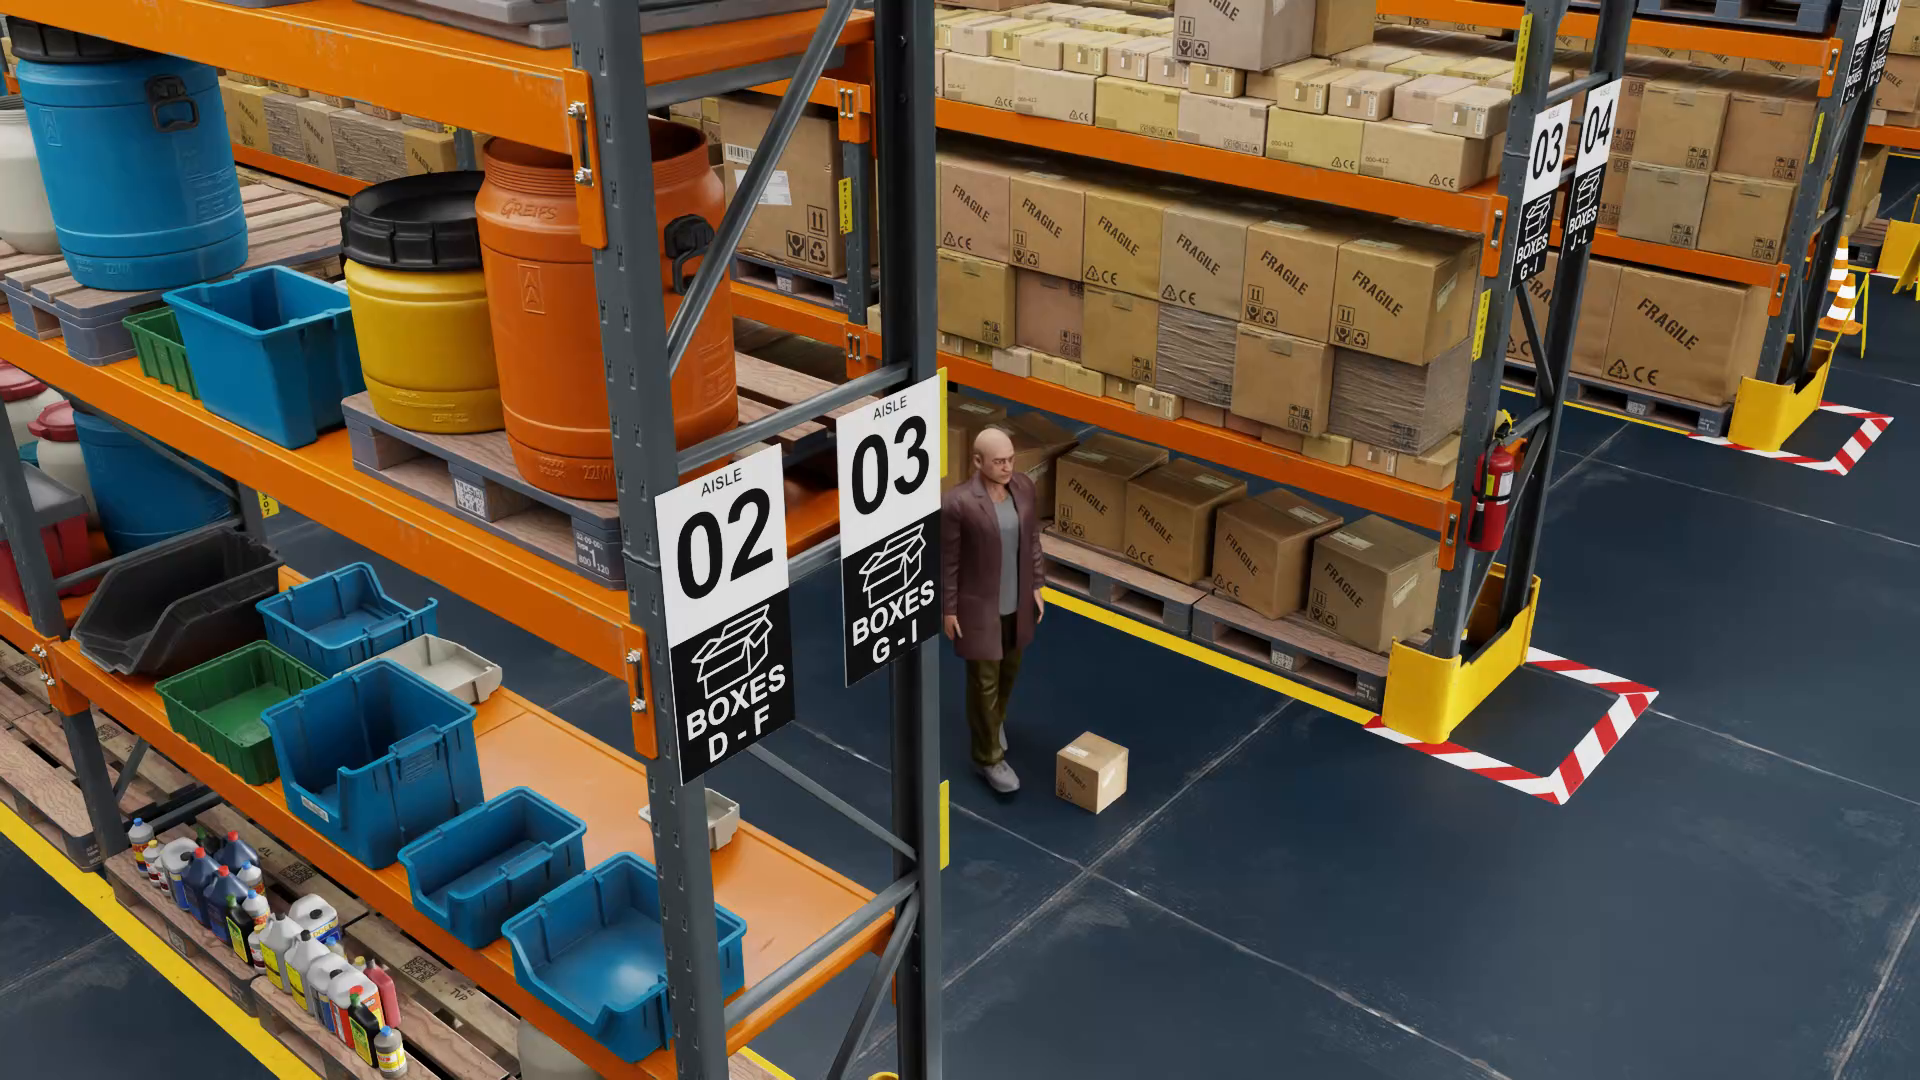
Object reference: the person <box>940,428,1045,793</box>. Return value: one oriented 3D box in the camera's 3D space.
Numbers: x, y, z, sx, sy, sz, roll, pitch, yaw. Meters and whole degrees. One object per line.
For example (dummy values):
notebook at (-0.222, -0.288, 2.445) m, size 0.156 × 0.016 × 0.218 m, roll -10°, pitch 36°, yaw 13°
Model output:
person at (0.179, 0.316, 7.994) m, size 0.595 × 1.785 × 0.715 m, roll -16°, pitch 31°, yaw -29°
